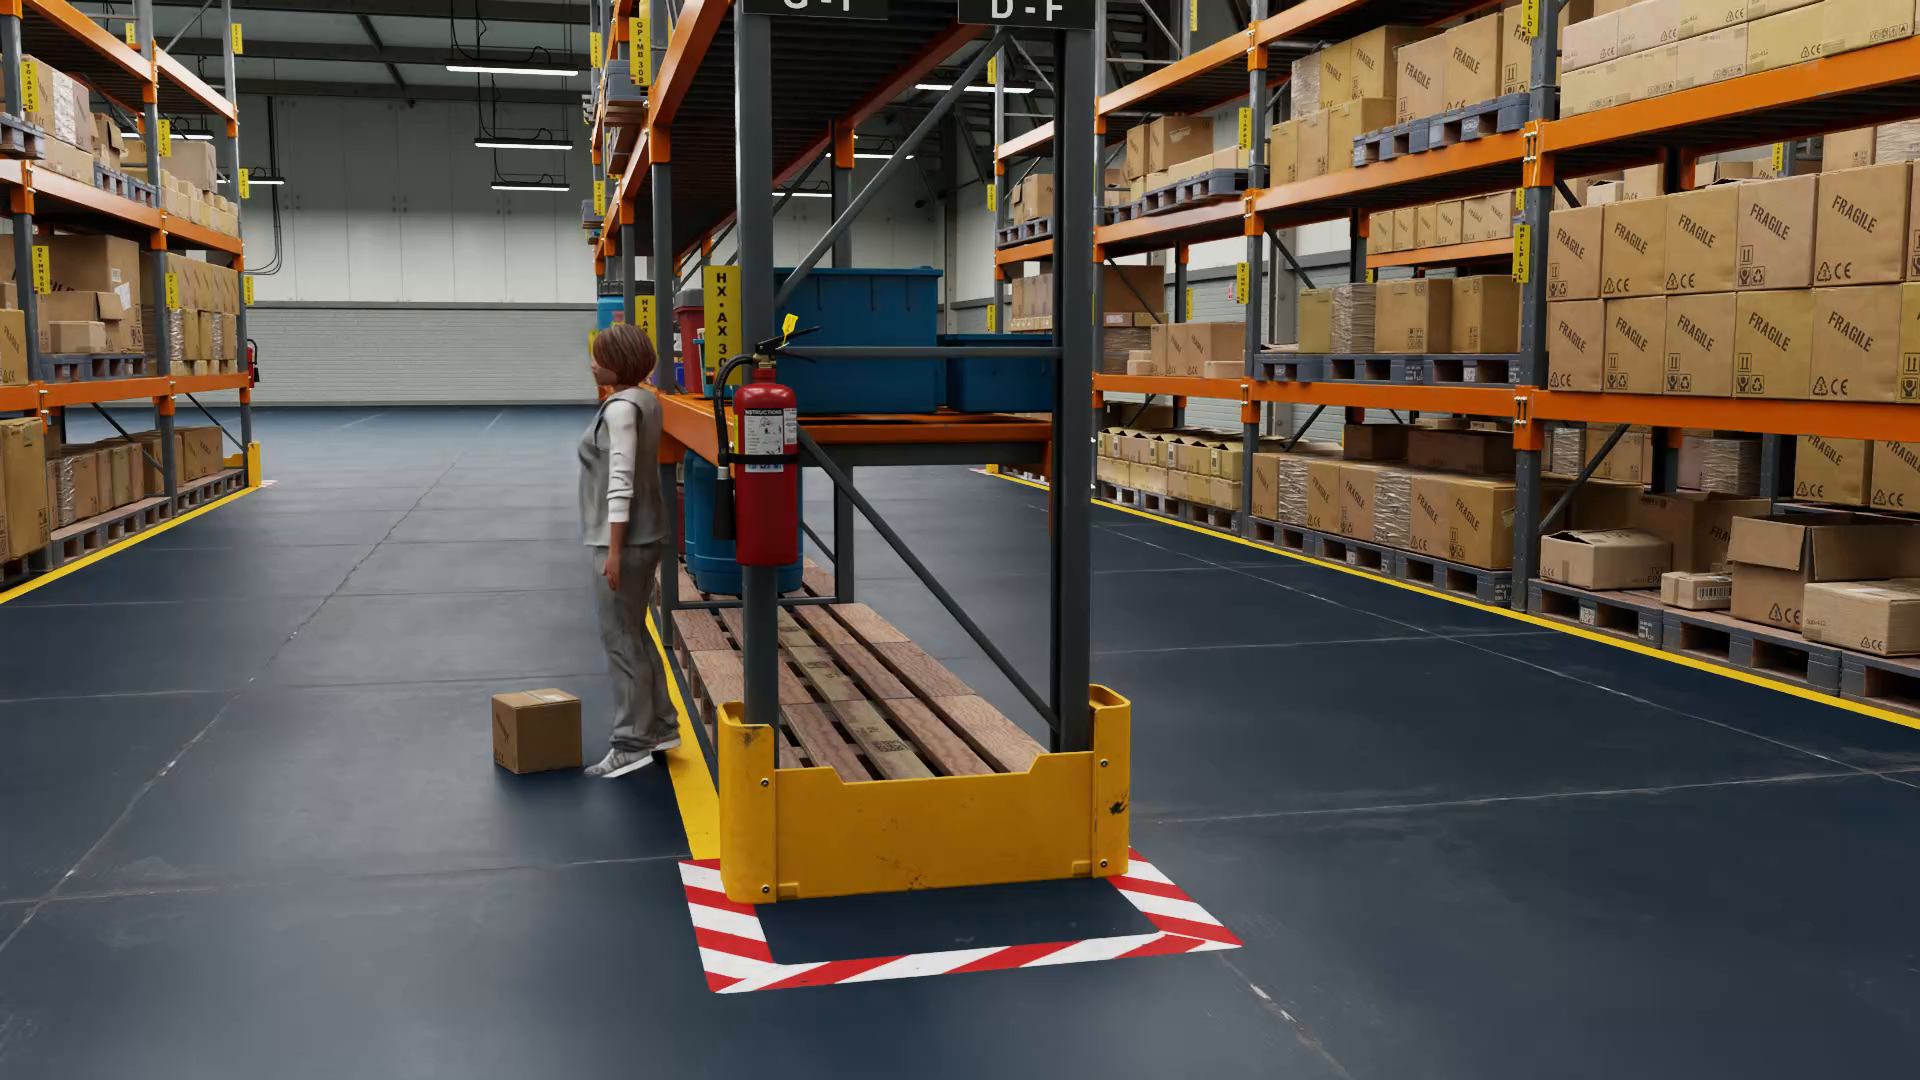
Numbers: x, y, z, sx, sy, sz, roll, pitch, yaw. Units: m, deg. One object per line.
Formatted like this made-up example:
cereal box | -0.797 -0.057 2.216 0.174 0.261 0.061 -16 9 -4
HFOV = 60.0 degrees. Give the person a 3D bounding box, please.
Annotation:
person | -1.193 0.043 6.021 0.317 1.642 0.503 1 6 7
